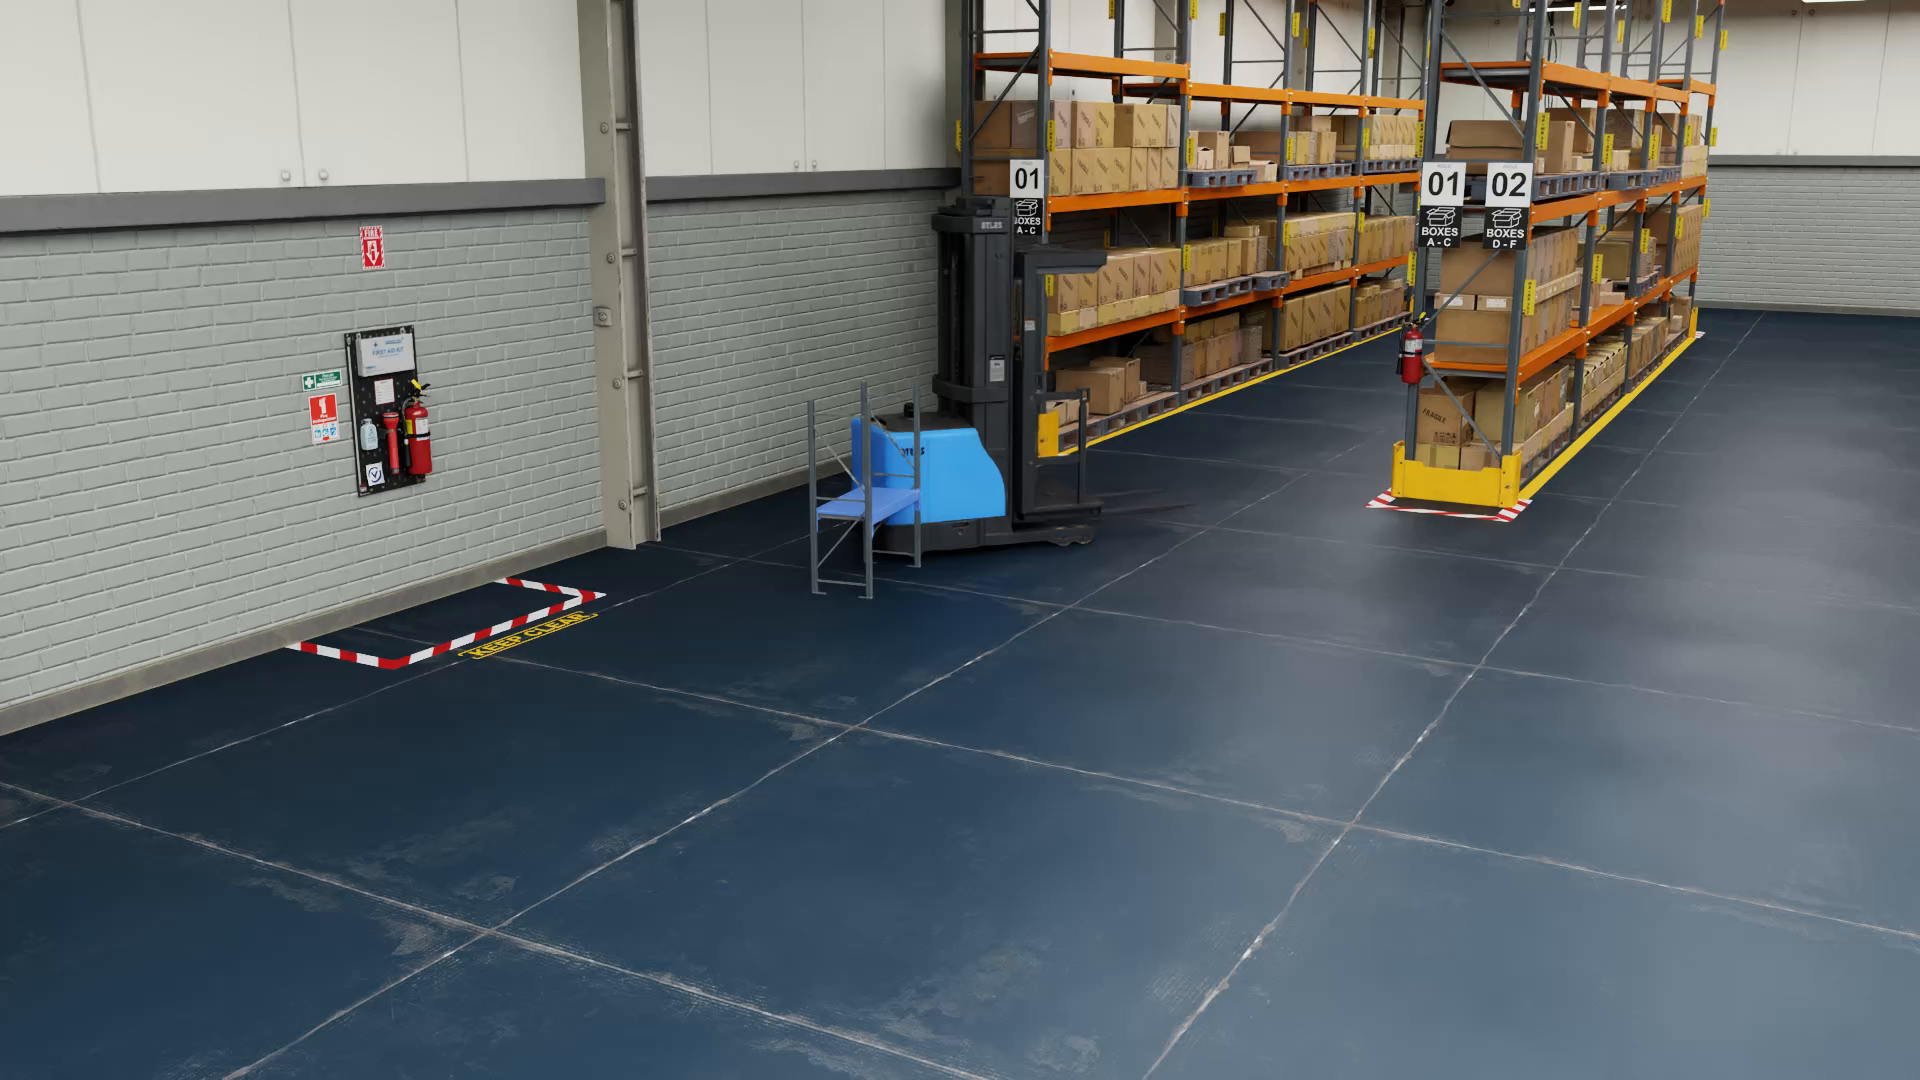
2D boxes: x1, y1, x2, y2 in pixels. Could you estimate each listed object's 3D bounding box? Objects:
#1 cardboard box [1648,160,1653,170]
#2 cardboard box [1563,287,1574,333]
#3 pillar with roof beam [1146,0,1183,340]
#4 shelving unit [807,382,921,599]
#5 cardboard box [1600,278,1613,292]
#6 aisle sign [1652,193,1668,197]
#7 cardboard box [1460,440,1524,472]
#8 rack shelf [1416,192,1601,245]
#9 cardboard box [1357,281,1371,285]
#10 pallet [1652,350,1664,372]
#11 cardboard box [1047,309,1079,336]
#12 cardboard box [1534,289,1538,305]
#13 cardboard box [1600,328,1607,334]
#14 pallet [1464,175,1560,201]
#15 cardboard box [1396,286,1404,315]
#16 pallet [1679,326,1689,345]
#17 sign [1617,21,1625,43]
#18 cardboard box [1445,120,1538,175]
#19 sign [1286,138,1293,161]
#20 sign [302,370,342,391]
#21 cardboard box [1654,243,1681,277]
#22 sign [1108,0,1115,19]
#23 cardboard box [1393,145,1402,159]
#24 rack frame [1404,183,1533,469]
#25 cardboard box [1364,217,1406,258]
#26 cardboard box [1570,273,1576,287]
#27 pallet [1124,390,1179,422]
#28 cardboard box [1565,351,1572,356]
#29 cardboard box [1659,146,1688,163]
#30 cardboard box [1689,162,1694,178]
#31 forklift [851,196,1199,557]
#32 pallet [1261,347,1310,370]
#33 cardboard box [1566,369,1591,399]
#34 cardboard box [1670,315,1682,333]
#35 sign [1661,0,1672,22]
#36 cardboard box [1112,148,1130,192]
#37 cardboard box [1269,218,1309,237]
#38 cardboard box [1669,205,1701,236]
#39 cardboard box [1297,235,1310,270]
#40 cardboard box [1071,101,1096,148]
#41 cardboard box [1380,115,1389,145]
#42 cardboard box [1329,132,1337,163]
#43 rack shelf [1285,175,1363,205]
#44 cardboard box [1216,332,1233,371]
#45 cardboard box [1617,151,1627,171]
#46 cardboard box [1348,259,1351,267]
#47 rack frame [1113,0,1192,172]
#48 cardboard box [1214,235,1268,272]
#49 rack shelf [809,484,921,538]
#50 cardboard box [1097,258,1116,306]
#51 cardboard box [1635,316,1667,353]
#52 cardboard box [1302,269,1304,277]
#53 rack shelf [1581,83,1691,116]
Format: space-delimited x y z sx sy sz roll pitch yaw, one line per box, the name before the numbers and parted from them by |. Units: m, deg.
cardboard box | 9.114 -5.209 23.128 0.910 0.500 0.500 7 15 28
cardboard box | 6.543 -2.641 18.874 0.700 0.500 0.500 7 15 27
pillar with roof beam | 6.731 -6.325 21.569 9.100 9.000 0.400 7 15 28
shelving unit | -0.732 -0.413 13.047 0.538 1.500 1.048 5 14 19
cardboard box | 8.472 -3.392 22.392 0.500 0.311 0.500 9 16 32
aisle sign | 12.329 -6.457 29.370 0.394 0.787 0.004 7 15 28
cardboard box | 5.272 -0.816 16.487 0.500 0.250 0.500 7 15 28
rack shelf | 5.785 -3.382 17.297 1.077 0.370 4.000 7 15 28
cardboard box | 7.362 -4.696 30.668 0.380 0.149 0.250 8 16 29
pallet | 10.259 -2.798 25.691 1.003 0.211 1.213 7 15 28
cardboard box | 0.994 -2.425 18.468 0.500 0.250 0.500 7 15 26
cardboard box | 5.568 -2.440 16.659 0.380 0.149 0.250 7 15 27
cardboard box | 8.956 -3.098 23.780 0.500 0.250 0.500 8 16 30
pallet | 5.183 -3.421 16.111 1.003 0.211 1.213 7 15 28
cardboard box | 7.964 -4.540 31.404 0.700 0.500 0.500 7 15 28
pallet | 12.132 -3.611 29.062 1.003 0.211 1.213 7 15 28
sign | 10.153 -7.800 25.523 0.100 0.325 0.005 7 15 28
cardboard box | 5.100 -3.761 15.920 0.797 0.503 0.637 9 16 32
sign | 4.822 -5.713 24.326 0.100 0.325 0.005 7 15 28
sign | -4.415 -1.105 11.510 0.001 0.109 0.331 7 15 28
cardboard box | 11.104 -4.448 26.368 0.500 0.500 0.500 8 16 30
sign | 1.925 -6.754 21.016 0.100 0.325 0.005 7 15 28
cardboard box | 7.595 -6.950 29.772 0.500 0.250 0.500 7 15 26
rack frame | 4.819 -1.863 15.862 1.000 3.000 0.127 7 15 28
cardboard box | 7.635 -5.596 30.705 0.980 0.700 0.700 7 15 28
cardboard box | 6.687 -2.917 18.637 0.380 0.149 0.250 7 15 27
pallet | 2.120 -1.747 21.330 1.003 0.211 1.213 7 15 28
cardboard box | 7.681 -2.357 21.686 0.500 0.311 0.500 7 15 27
cardboard box | 11.072 -6.025 25.979 0.500 0.250 0.500 7 15 28
cardboard box | 11.559 -5.987 26.886 0.500 0.250 0.500 7 15 28
forklift | 0.616 -1.478 14.410 3.031 2.935 1.130 -5 15 -21
pallet | 4.795 -2.863 25.957 1.003 0.211 1.213 7 15 28
cardboard box | 7.170 -1.881 19.708 0.500 0.311 0.500 7 15 28
cardboard box | 12.021 -3.692 28.376 0.500 0.250 0.500 7 15 28
sign | 9.173 -6.890 21.581 0.100 0.325 0.005 7 15 28
cardboard box | 1.640 -4.306 19.339 0.500 0.500 0.500 8 16 31
cardboard box | 5.052 -4.807 25.581 0.500 0.250 0.500 7 15 27
cardboard box | 12.335 -5.454 28.411 0.500 0.500 0.500 8 16 30
cardboard box | 5.068 -4.445 25.681 0.500 0.500 0.500 8 16 30
cardboard box | 1.166 -4.575 18.321 0.500 0.500 0.500 7 15 27
cardboard box | 7.115 -7.109 28.832 0.500 0.500 0.500 7 15 27
cardboard box | 5.760 -6.438 27.287 0.700 0.500 0.500 6 15 25
rack shelf | 5.315 -5.584 26.430 1.077 0.370 4.000 7 15 28
cardboard box | 3.479 -2.712 23.779 0.700 0.500 0.500 7 15 28
cardboard box | 8.278 -4.885 21.420 0.500 0.250 0.500 8 16 30
cardboard box | 6.366 -4.672 28.006 0.380 0.149 0.250 8 15 29
rack frame | 2.414 -6.161 20.888 1.000 3.000 0.127 7 15 28
cardboard box | 4.129 -4.230 24.527 0.700 0.500 0.500 5 15 21
rack shelf | -0.732 -0.238 13.089 0.538 0.185 1.000 5 14 19
cardboard box | 1.477 -2.995 19.232 0.500 0.500 0.500 7 15 26
cardboard box | 10.632 -3.190 25.761 0.500 0.500 0.500 7 15 28
cardboard box | 5.173 -4.209 26.087 0.380 0.149 0.250 8 16 29
rack shelf | 9.653 -6.287 23.800 1.077 0.370 4.000 7 15 28
